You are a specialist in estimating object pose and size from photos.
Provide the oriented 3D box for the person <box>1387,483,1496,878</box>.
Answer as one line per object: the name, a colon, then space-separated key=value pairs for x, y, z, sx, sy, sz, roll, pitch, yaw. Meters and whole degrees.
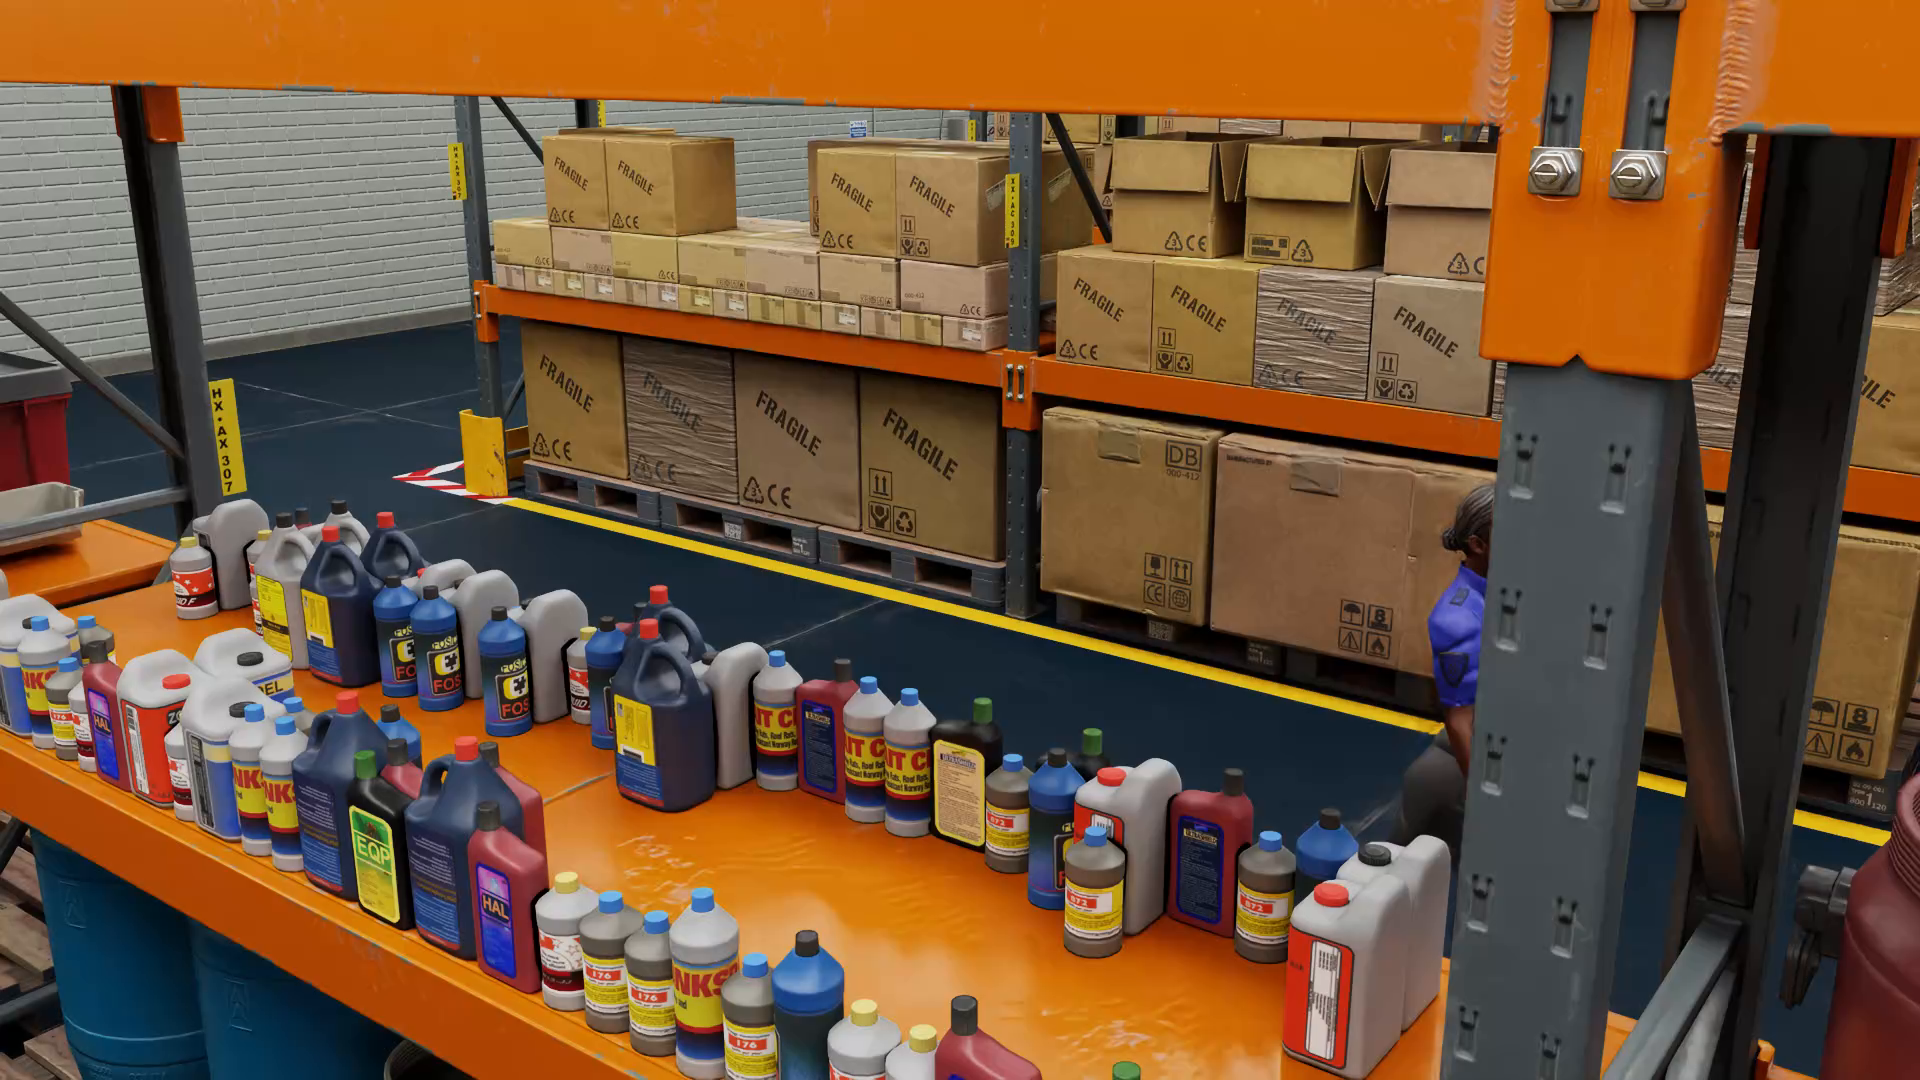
person: x=1.400 y=0.647 z=4.368 sx=0.989 sy=1.595 sz=0.473 roll=14 pitch=22 yaw=39
